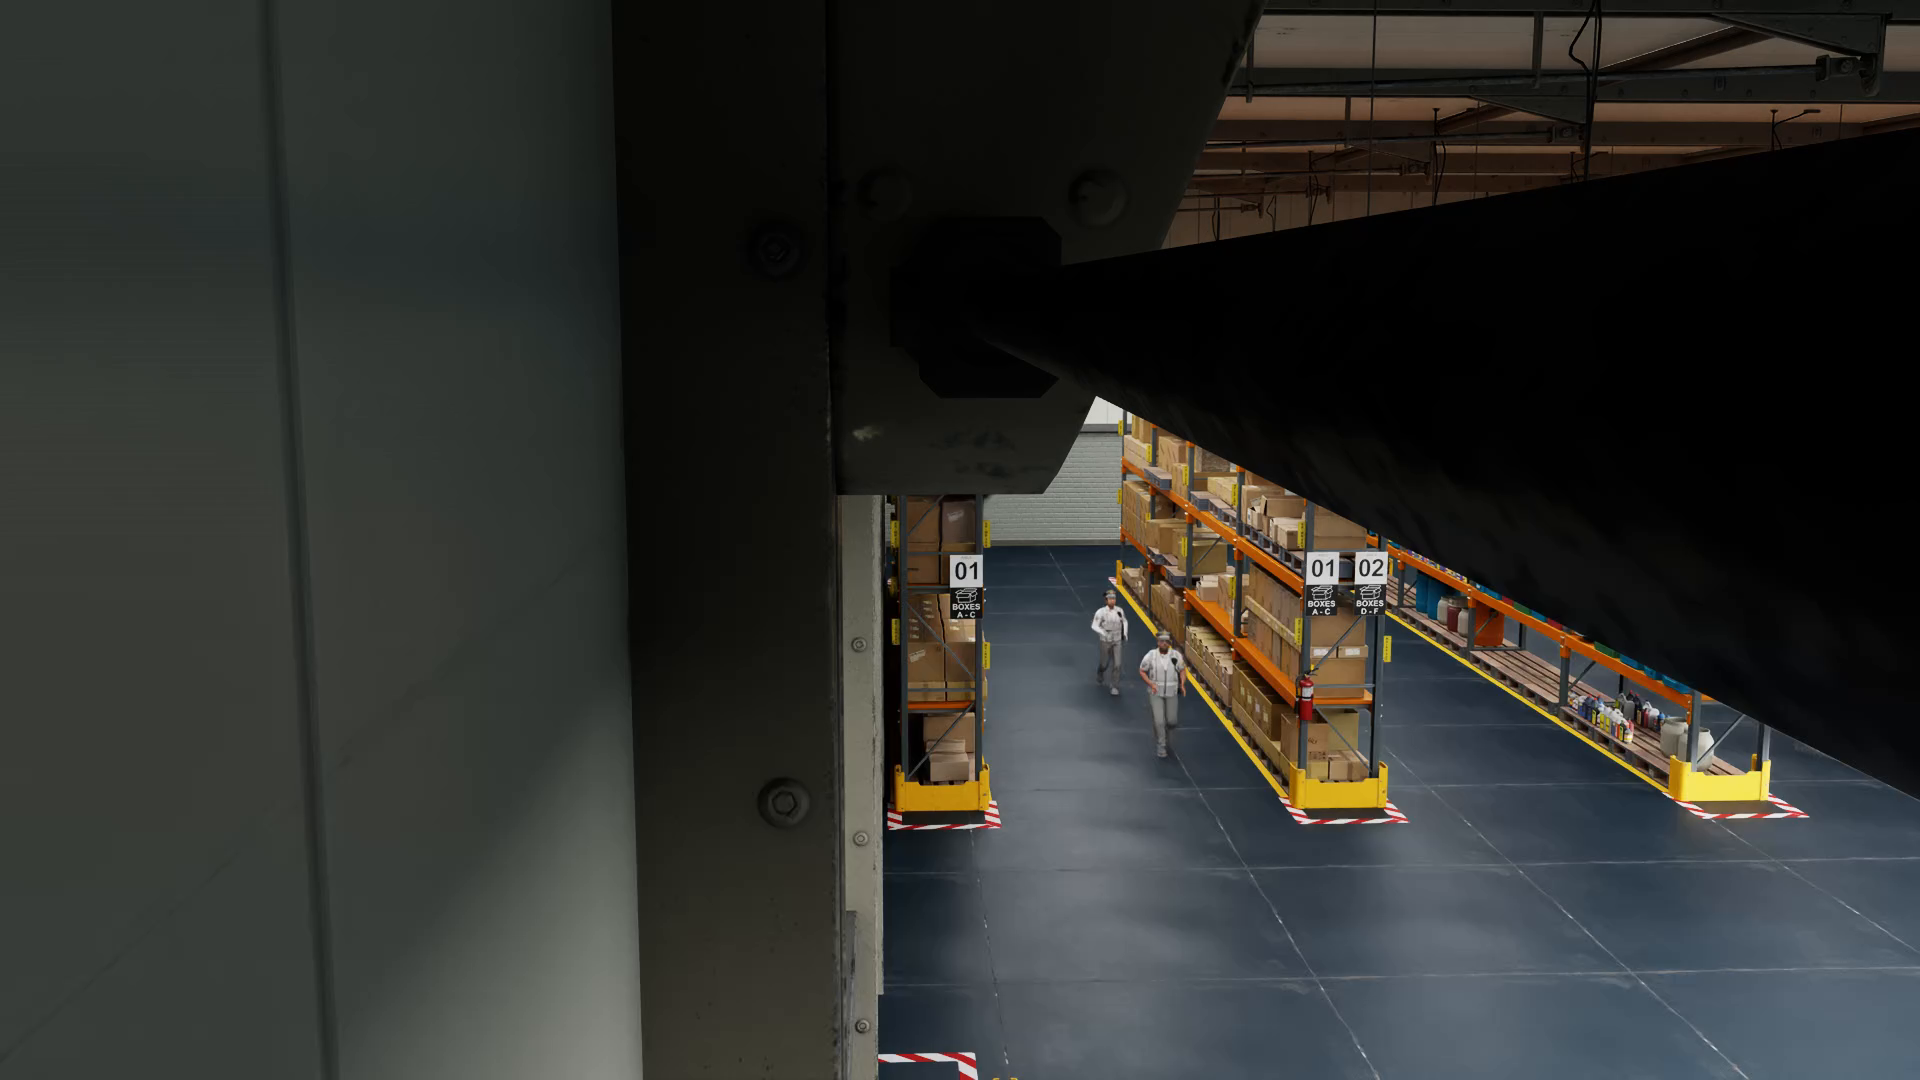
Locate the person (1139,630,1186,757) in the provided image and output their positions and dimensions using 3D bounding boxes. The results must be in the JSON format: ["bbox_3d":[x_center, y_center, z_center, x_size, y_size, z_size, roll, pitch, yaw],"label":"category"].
[{"bbox_3d":[2.813,2.098,23.040,0.665,1.746,0.603,0,8,0],"label":"person"}]

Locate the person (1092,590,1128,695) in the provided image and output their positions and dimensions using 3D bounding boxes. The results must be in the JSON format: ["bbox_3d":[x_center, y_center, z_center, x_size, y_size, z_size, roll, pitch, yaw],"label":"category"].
[{"bbox_3d":[2.410,1.604,26.562,0.625,1.654,0.723,-1,9,-10],"label":"person"}]
